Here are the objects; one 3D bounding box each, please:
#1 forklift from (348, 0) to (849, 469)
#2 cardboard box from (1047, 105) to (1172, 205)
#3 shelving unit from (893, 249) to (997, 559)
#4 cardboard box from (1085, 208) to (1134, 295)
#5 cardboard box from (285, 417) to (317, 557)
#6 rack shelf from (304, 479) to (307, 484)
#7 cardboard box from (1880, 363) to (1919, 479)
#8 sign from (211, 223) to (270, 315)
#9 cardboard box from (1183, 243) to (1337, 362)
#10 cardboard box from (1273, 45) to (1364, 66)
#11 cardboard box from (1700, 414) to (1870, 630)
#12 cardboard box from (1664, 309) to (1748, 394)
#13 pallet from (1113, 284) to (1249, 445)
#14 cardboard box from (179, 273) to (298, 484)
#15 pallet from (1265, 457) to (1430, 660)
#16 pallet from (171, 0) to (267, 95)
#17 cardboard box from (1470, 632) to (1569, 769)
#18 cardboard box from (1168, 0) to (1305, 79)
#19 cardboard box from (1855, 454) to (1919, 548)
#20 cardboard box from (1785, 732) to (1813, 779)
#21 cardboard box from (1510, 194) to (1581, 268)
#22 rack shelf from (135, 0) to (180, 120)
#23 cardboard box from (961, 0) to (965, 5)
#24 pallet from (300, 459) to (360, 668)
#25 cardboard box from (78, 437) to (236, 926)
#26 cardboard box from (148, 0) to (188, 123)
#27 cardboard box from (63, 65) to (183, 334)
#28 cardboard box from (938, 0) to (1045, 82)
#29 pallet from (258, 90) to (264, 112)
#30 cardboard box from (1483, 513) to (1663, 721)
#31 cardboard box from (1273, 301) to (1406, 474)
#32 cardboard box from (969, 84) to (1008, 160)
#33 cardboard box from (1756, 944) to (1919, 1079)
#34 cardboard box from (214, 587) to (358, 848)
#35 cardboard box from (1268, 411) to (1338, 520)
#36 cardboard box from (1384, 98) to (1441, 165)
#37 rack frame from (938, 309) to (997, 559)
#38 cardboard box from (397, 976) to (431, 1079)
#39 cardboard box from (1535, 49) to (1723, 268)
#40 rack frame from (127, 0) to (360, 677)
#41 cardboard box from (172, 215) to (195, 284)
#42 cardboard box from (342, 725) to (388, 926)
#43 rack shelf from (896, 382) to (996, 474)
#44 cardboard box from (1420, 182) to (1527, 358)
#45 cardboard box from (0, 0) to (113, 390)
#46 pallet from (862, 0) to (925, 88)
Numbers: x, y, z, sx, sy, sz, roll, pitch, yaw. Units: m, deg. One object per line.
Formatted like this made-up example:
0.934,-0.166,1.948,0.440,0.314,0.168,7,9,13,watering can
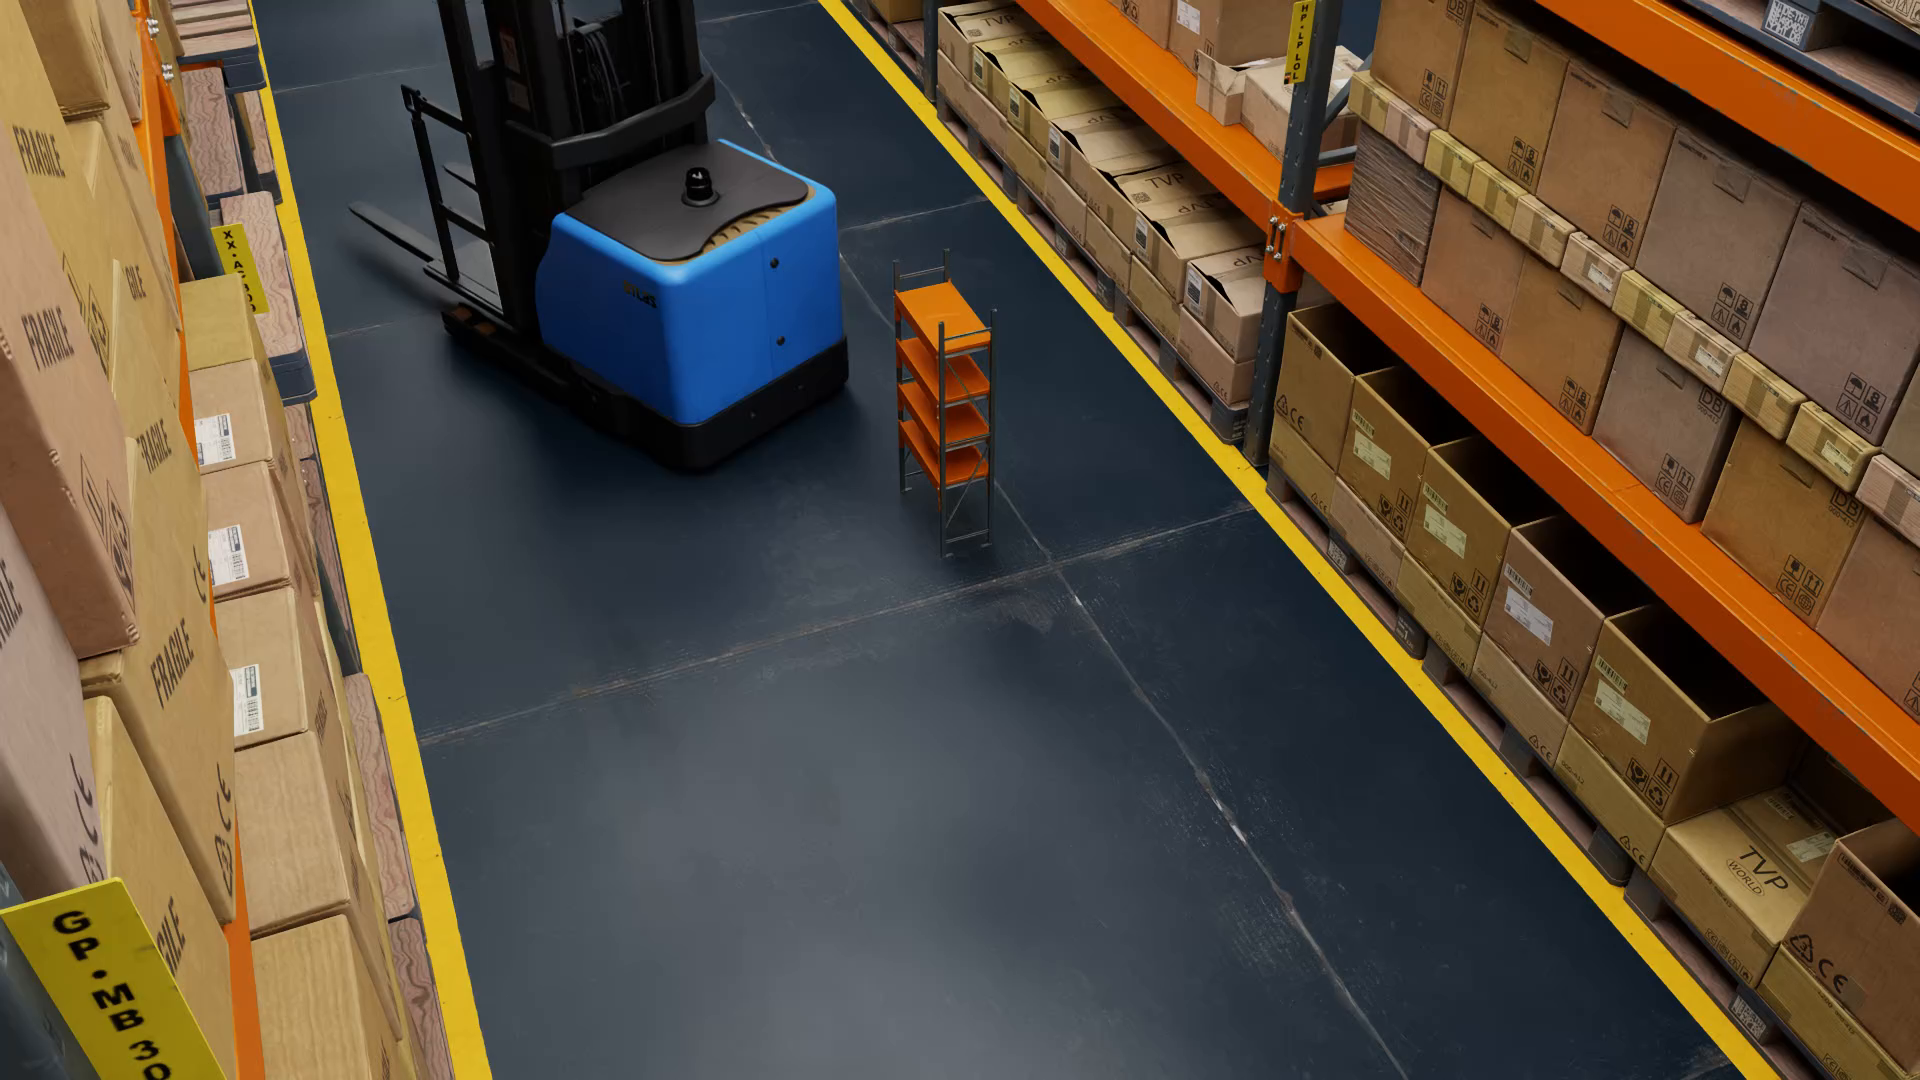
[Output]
-1.972,-2.263,7.634,3.031,2.935,1.130,30,49,30,forklift
0.789,-2.042,8.681,0.500,0.311,0.500,-16,43,-17,cardboard box
-0.063,-0.555,6.975,0.258,1.200,0.503,-15,43,-17,shelving unit
0.976,-1.531,8.516,0.500,0.250,0.500,-14,43,-16,cardboard box
-2.323,-0.126,5.196,0.500,0.250,0.500,-15,43,-17,cardboard box
-2.019,1.092,4.231,1.077,0.370,4.000,-15,43,-17,rack shelf
2.928,-0.375,4.314,0.700,0.500,0.500,-16,43,-18,cardboard box
-2.286,-0.854,5.278,0.100,0.325,0.005,-15,43,-17,sign
1.371,-1.125,7.615,0.500,0.311,0.500,-15,43,-17,cardboard box
1.641,-2.113,7.599,0.380,0.149,0.250,-15,43,-17,cardboard box
2.765,-0.152,5.049,0.700,0.500,0.500,-15,43,-17,cardboard box
2.404,-0.614,5.090,0.380,0.149,0.250,-16,43,-17,cardboard box
1.473,-1.000,8.251,1.003,0.211,1.213,-15,43,-17,pallet
-2.318,-0.413,4.954,0.500,0.500,0.500,-15,43,-17,cardboard box
2.057,-0.077,7.177,1.003,0.211,1.213,-15,43,-17,pallet
-3.944,-2.320,7.794,1.213,0.211,1.003,-15,43,-17,pallet
2.258,0.519,6.132,0.500,0.250,0.500,-15,43,-17,cardboard box
1.311,-2.445,7.717,0.500,0.500,0.500,-12,42,-14,cardboard box
2.706,-0.144,4.543,0.380,0.149,0.250,-15,43,-16,cardboard box
2.925,0.408,5.687,0.500,0.500,0.500,-15,43,-17,cardboard box
2.107,-1.082,5.634,0.380,0.149,0.250,-16,43,-18,cardboard box
-3.550,-2.455,6.055,1.077,0.370,4.000,-15,43,-17,rack shelf
0.145,-3.912,11.078,0.500,0.500,0.500,-17,43,-18,cardboard box
-3.084,0.203,6.852,1.003,0.211,1.213,-15,43,-17,pallet
-1.323,0.245,2.272,0.500,0.500,0.500,-12,42,-14,cardboard box
-3.629,-1.974,6.831,0.700,0.500,0.500,-15,43,-17,cardboard box
-1.934,-0.694,3.363,0.500,0.500,0.500,-17,43,-19,cardboard box
0.190,-2.974,9.764,0.500,0.311,0.500,-14,43,-15,cardboard box
-5.010,-2.965,10.536,1.003,0.211,1.213,-15,43,-17,pallet
2.255,0.236,5.887,0.500,0.500,0.500,-15,43,-17,cardboard box
1.679,-0.667,6.937,0.500,0.500,0.500,-15,43,-17,cardboard box
0.383,-2.458,9.595,0.500,0.250,0.500,-16,43,-18,cardboard box
2.843,1.420,5.085,0.500,0.250,0.500,-15,43,-17,cardboard box
-1.739,0.505,3.886,0.500,0.500,0.500,-14,43,-16,cardboard box
1.688,-0.385,7.184,0.500,0.250,0.500,-15,43,-17,cardboard box
1.811,-1.546,6.173,0.380,0.149,0.250,-14,43,-16,cardboard box
0.030,-0.408,6.804,0.240,1.200,0.015,-15,43,-17,rack frame
-1.888,1.568,4.706,0.700,0.500,0.500,-18,44,-20,cardboard box
2.352,-1.282,5.368,0.700,0.500,0.500,-15,43,-17,cardboard box
-2.784,-0.385,5.398,1.000,3.000,0.127,-15,43,-17,rack frame
-2.948,-0.905,5.588,0.700,0.500,0.500,-15,43,-17,cardboard box
-1.740,0.778,4.145,0.500,0.250,0.500,-15,43,-16,cardboard box
-0.063,-0.504,7.019,0.258,0.148,0.480,-15,43,-17,rack shelf
2.174,-1.080,6.128,0.700,0.500,0.500,-16,43,-17,cardboard box
-1.529,-0.451,2.315,0.500,0.500,0.500,-14,43,-16,cardboard box
0.010,-3.435,11.083,1.003,0.211,1.213,-15,43,-17,pallet
